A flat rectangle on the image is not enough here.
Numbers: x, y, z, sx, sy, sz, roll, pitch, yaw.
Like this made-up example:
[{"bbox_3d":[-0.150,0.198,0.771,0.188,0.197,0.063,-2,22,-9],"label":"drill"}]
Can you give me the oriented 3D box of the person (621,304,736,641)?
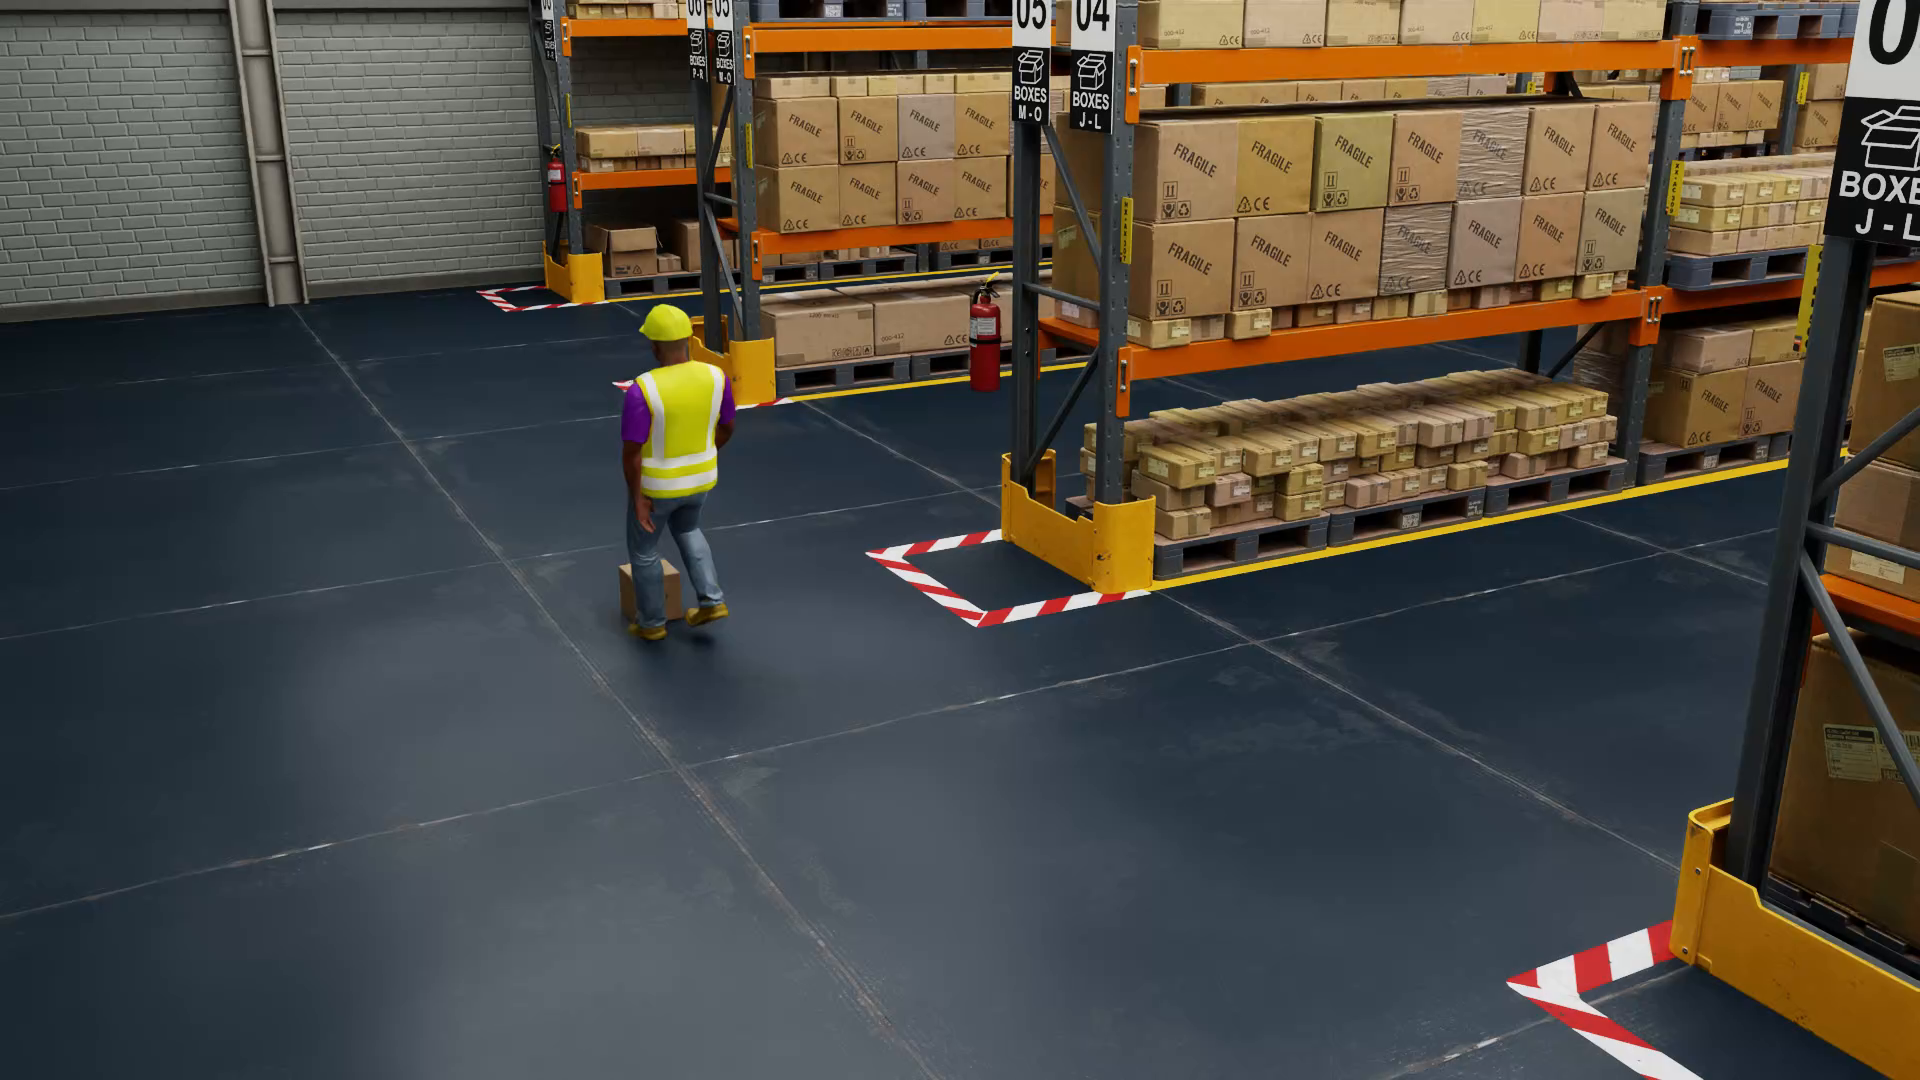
[{"bbox_3d":[-1.423,-0.300,8.052,0.626,1.751,0.655,-13,22,-34],"label":"person"}]
